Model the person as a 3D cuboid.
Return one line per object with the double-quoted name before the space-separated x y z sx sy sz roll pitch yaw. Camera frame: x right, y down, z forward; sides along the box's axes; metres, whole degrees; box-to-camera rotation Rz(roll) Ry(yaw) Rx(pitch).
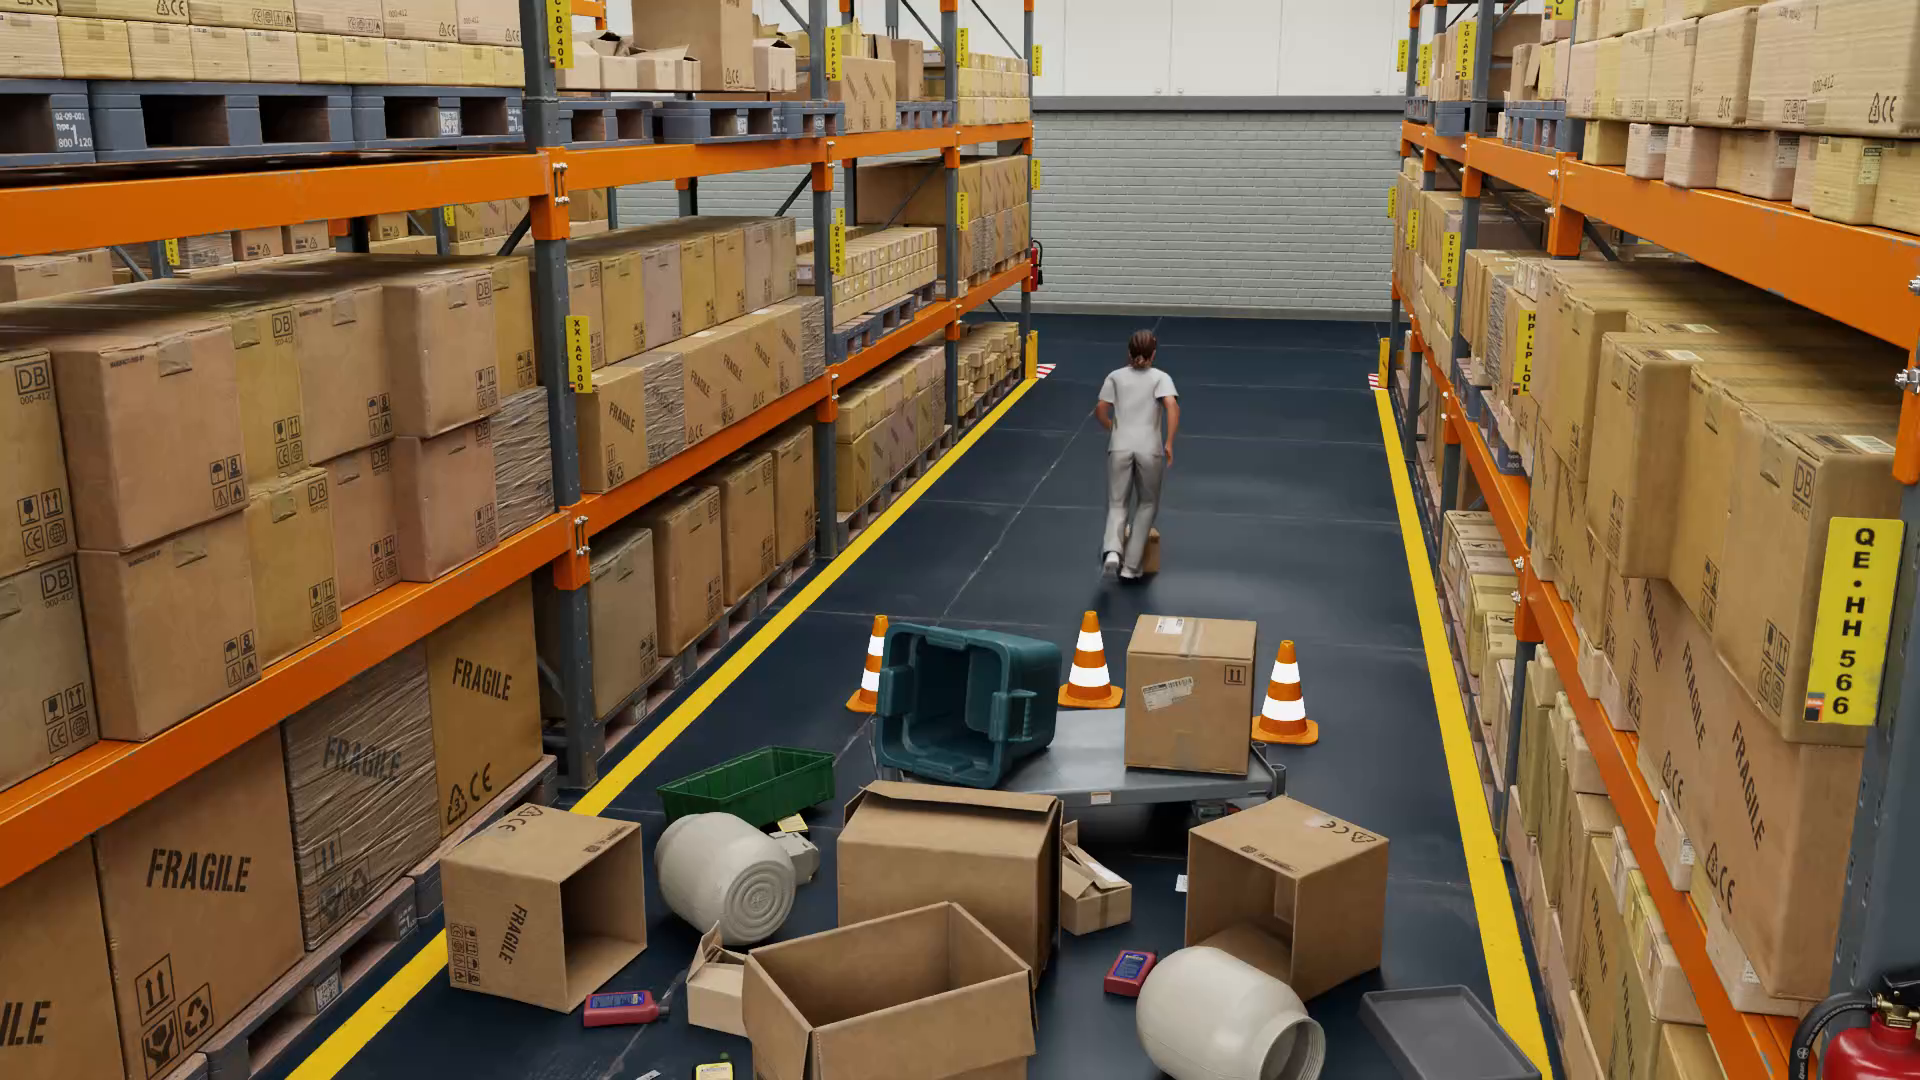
"person" 1.109 -0.503 10.579 0.554 1.604 0.786 3 15 11
